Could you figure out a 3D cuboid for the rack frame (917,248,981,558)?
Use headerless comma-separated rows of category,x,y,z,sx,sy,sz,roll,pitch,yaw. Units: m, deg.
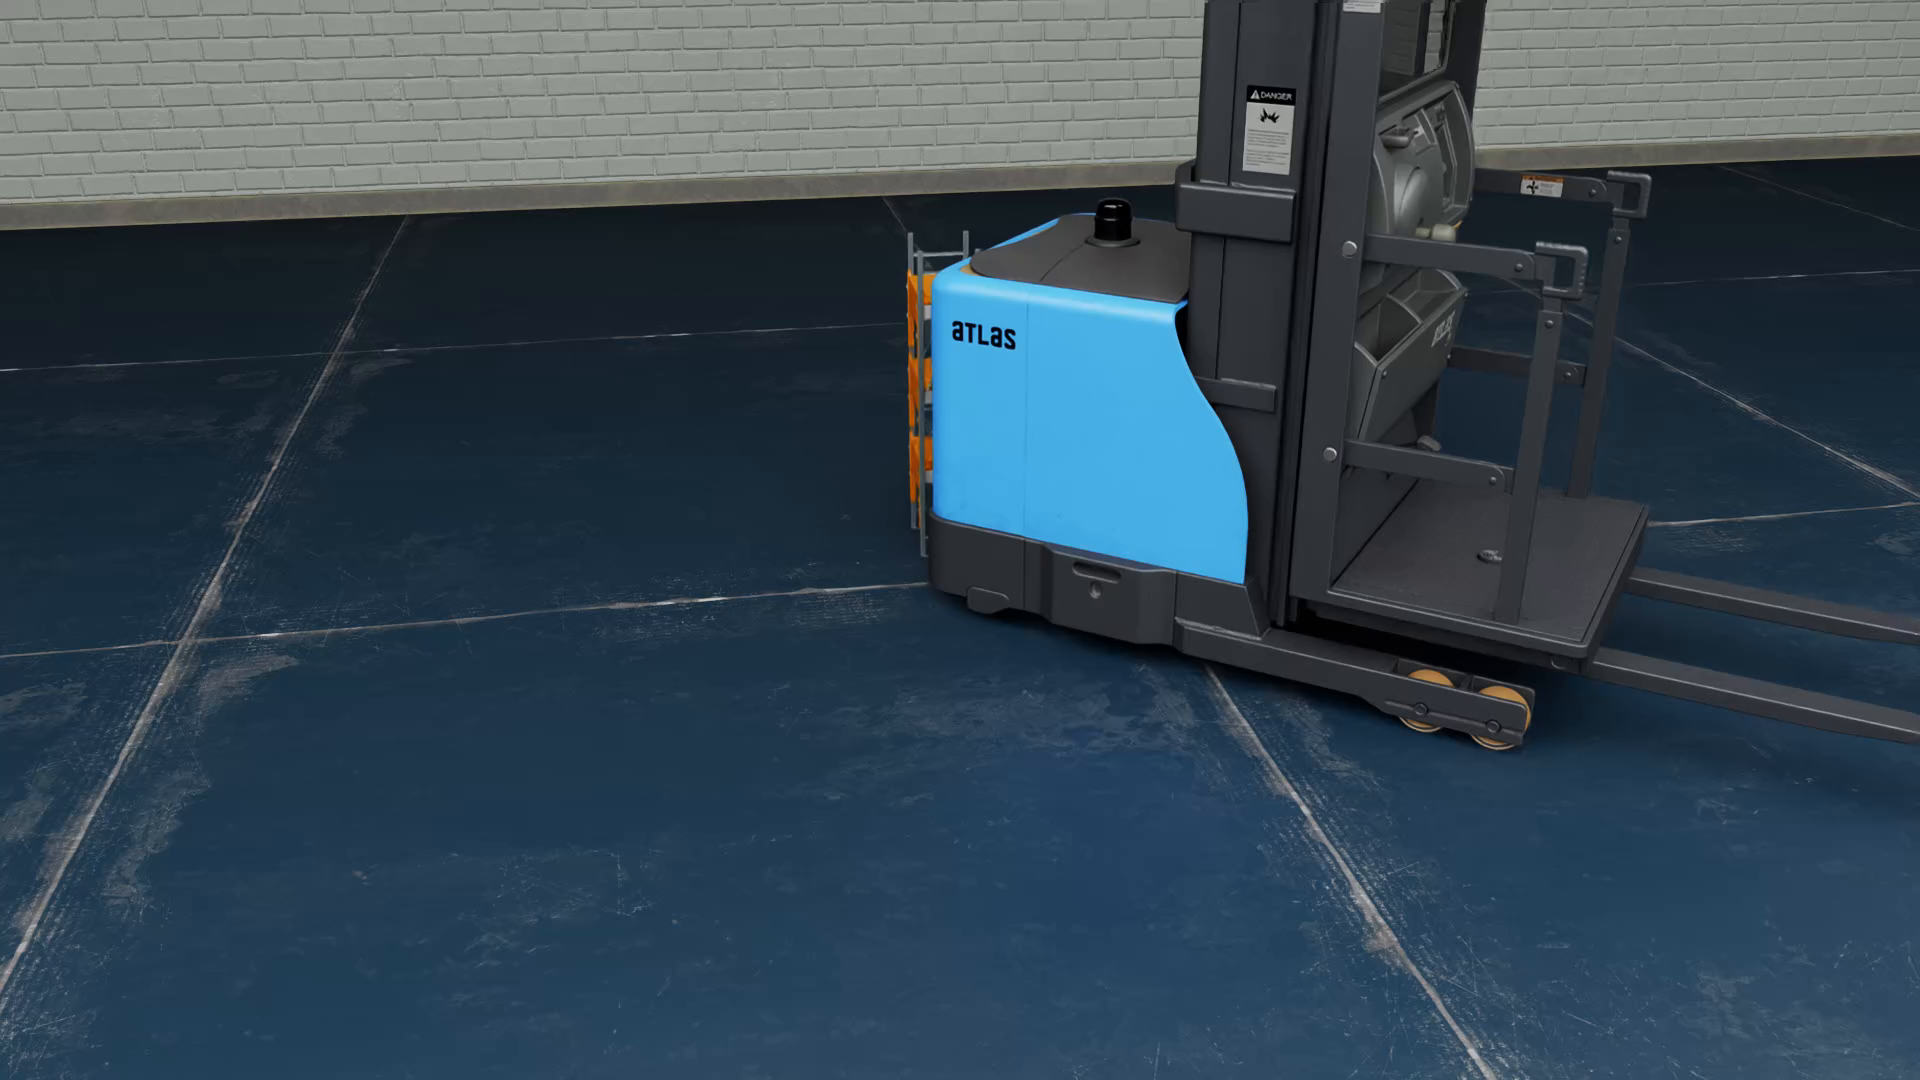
rack frame,-0.035,-0.428,5.419,0.200,1.050,0.008,-3,24,-8

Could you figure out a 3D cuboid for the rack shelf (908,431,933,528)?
rack shelf,-0.053,-0.212,5.645,0.215,0.259,0.240,-3,24,-8

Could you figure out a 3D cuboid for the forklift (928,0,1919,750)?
forklift,1.440,-1.023,4.431,3.031,2.935,1.130,13,27,26

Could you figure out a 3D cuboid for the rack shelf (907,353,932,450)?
rack shelf,-0.053,-0.467,5.534,0.215,0.259,0.240,-3,24,-8

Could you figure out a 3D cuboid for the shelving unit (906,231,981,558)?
shelving unit,-0.053,-0.477,5.530,0.215,1.050,0.252,-3,24,-8

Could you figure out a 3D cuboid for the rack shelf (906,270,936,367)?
rack shelf,-0.053,-0.727,5.420,0.215,0.259,0.240,-3,24,-8

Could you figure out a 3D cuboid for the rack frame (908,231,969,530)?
rack frame,-0.071,-0.525,5.640,0.200,1.050,0.008,-3,24,-8
